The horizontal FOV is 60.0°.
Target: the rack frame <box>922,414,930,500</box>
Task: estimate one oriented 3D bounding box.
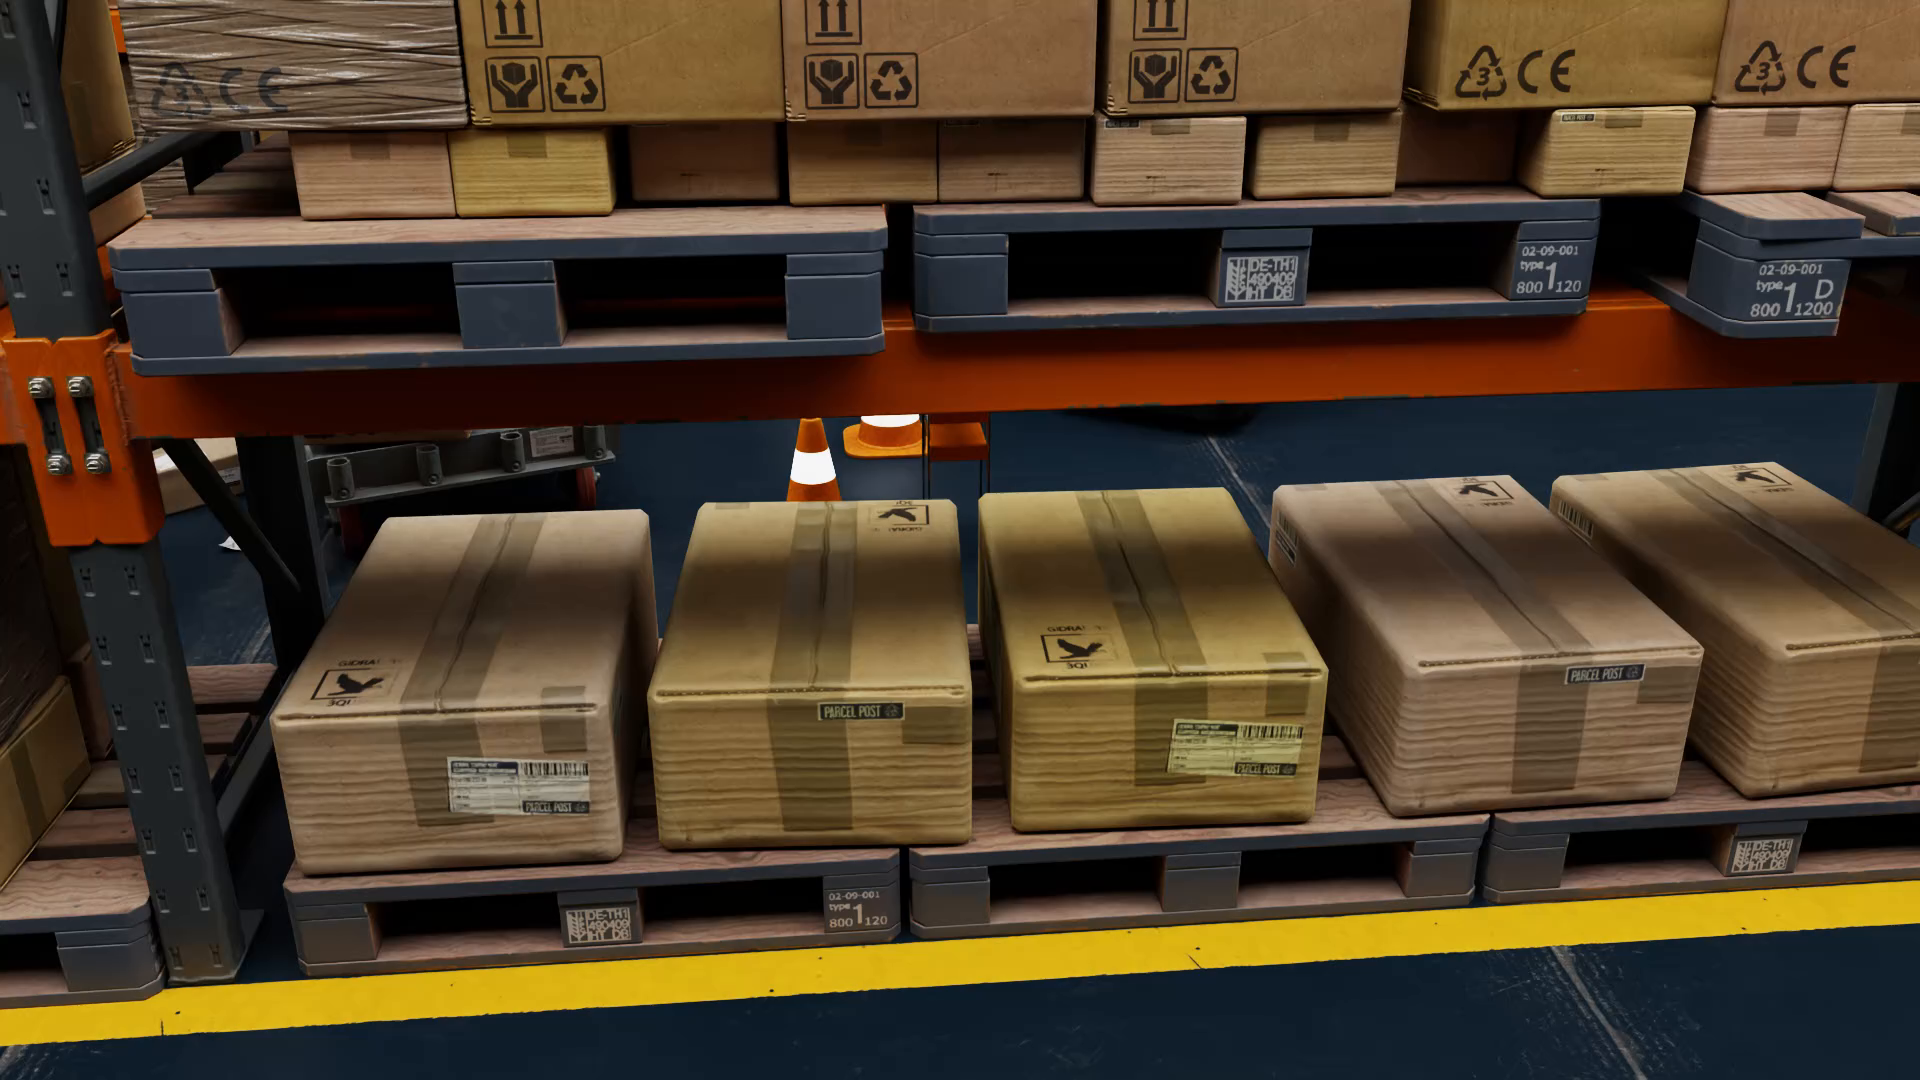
[{"bbox_3d":[-0.105,-0.544,4.997,0.006,1.200,0.240,-2,24,-5],"label":"rack frame"}]

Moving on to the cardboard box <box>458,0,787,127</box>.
[{"bbox_3d":[-0.549,-0.992,2.782,0.500,0.500,0.500,-2,24,-5],"label":"cardboard box"}]

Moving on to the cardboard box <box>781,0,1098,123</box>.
[{"bbox_3d":[-0.055,-1.006,2.814,0.500,0.500,0.500,-2,24,-5],"label":"cardboard box"}]

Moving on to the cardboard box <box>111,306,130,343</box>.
[{"bbox_3d":[-3.093,-0.591,5.793,0.503,0.637,0.797,-2,24,-5],"label":"cardboard box"}]

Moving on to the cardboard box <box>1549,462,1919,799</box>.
[{"bbox_3d":[1.876,0.172,3.888,0.625,0.372,0.950,-4,24,-9],"label":"cardboard box"}]

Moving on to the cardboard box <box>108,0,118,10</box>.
[{"bbox_3d":[-3.589,-2.736,7.528,0.550,0.550,0.875,-2,24,-5],"label":"cardboard box"}]

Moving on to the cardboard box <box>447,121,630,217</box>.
[{"bbox_3d":[-0.711,-0.673,2.864,0.250,0.149,0.380,-2,24,-4],"label":"cardboard box"}]

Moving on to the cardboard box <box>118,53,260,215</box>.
[{"bbox_3d":[-3.658,-1.879,7.883,0.875,0.875,0.875,-2,24,-5],"label":"cardboard box"}]

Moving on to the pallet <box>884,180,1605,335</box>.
[{"bbox_3d":[0.473,-0.672,3.305,1.213,0.211,1.003,-2,24,-5],"label":"pallet"}]

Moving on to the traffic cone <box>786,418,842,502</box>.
[{"bbox_3d":[-0.445,-0.152,5.021,0.334,0.463,0.336,-2,24,-5],"label":"traffic cone"}]

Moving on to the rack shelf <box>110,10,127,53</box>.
[{"bbox_3d":[-4.119,-2.284,7.580,4.000,0.370,1.077,-2,24,-5],"label":"rack shelf"}]

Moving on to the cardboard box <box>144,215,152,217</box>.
[{"bbox_3d":[-3.573,-1.074,7.048,0.500,0.500,0.500,2,24,4],"label":"cardboard box"}]

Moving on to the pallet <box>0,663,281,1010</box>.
[{"bbox_3d":[-2.207,0.620,3.595,1.213,0.211,1.003,-2,24,-5],"label":"pallet"}]

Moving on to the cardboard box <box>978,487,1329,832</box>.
[{"bbox_3d":[0.387,0.233,3.751,0.625,0.372,0.950,-2,24,-3],"label":"cardboard box"}]

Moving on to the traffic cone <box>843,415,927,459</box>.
[{"bbox_3d":[-0.255,-0.567,5.957,0.334,0.463,0.336,-2,24,-5],"label":"traffic cone"}]

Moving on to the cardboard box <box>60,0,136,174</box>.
[{"bbox_3d":[-2.007,-0.972,3.255,0.500,0.500,0.500,-2,24,-5],"label":"cardboard box"}]

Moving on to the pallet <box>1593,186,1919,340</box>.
[{"bbox_3d":[1.740,-0.696,3.359,1.003,0.211,1.213,-2,24,-5],"label":"pallet"}]

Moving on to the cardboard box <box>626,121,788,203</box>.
[{"bbox_3d":[-0.437,-0.716,2.959,0.250,0.149,0.380,-1,24,-2],"label":"cardboard box"}]

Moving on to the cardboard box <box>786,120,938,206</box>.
[{"bbox_3d":[-0.177,-0.709,2.944,0.250,0.149,0.380,-2,24,-4],"label":"cardboard box"}]

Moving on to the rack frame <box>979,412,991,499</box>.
[{"bbox_3d":[0.077,-0.551,5.013,0.006,1.200,0.240,-2,24,-5],"label":"rack frame"}]

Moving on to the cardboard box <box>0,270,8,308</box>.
[{"bbox_3d":[-1.832,-0.445,2.867,0.250,0.149,0.380,-3,24,-6],"label":"cardboard box"}]

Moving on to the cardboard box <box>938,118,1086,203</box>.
[{"bbox_3d":[0.070,-0.718,2.965,0.250,0.149,0.380,-2,24,-5],"label":"cardboard box"}]

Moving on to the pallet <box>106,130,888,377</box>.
[{"bbox_3d":[-0.767,-0.580,3.097,1.213,0.211,1.003,-2,24,-5],"label":"pallet"}]

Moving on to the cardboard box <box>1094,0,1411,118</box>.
[{"bbox_3d":[0.455,-1.031,2.870,0.500,0.500,0.500,-3,24,-7],"label":"cardboard box"}]

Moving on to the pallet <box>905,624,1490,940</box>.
[{"bbox_3d":[0.450,0.497,3.872,1.213,0.211,1.003,-2,24,-5],"label":"pallet"}]

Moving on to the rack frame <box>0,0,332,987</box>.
[{"bbox_3d":[-1.542,-0.695,3.122,0.127,3.000,1.000,-2,24,-5],"label":"rack frame"}]

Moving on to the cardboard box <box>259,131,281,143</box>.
[{"bbox_3d":[-2.762,-1.916,7.967,0.875,0.875,0.875,-2,24,-4],"label":"cardboard box"}]

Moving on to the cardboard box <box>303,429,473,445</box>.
[{"bbox_3d":[-1.747,-0.618,5.091,0.500,0.500,0.500,-2,24,-5],"label":"cardboard box"}]

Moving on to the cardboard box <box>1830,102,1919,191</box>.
[{"bbox_3d":[1.630,-0.756,3.050,0.250,0.149,0.380,-2,24,-6],"label":"cardboard box"}]

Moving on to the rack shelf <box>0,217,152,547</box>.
[{"bbox_3d":[-3.532,-0.287,3.088,4.000,0.370,1.077,-2,24,-5],"label":"rack shelf"}]

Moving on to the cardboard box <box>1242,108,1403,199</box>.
[{"bbox_3d":[0.602,-0.730,2.992,0.250,0.149,0.380,-3,24,-7],"label":"cardboard box"}]

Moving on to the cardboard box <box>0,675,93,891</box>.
[{"bbox_3d":[-2.104,0.501,3.297,0.500,0.250,0.500,-1,24,-3],"label":"cardboard box"}]

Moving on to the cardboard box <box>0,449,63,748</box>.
[{"bbox_3d":[-2.104,0.159,3.145,0.500,0.500,0.500,-3,24,-6],"label":"cardboard box"}]

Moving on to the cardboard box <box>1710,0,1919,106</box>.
[{"bbox_3d":[1.500,-1.073,2.965,0.500,0.500,0.500,-3,24,-6],"label":"cardboard box"}]

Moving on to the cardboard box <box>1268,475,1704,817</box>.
[{"bbox_3d":[1.142,0.205,3.814,0.625,0.372,0.950,-3,24,-6],"label":"cardboard box"}]

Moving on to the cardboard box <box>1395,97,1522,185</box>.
[{"bbox_3d":[0.844,-0.773,3.089,0.250,0.149,0.380,-2,24,-5],"label":"cardboard box"}]

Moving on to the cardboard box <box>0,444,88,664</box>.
[{"bbox_3d":[-2.155,-0.059,3.635,0.500,0.500,0.500,-1,24,-3],"label":"cardboard box"}]

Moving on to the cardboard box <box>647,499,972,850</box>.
[{"bbox_3d":[-0.305,0.261,3.687,0.625,0.372,0.950,-1,24,-2],"label":"cardboard box"}]

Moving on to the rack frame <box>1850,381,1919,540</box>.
[{"bbox_3d":[2.439,-0.855,3.481,0.127,3.000,1.000,-2,24,-5],"label":"rack frame"}]

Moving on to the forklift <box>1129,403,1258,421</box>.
[{"bbox_3d":[1.176,-2.336,6.898,1.130,2.935,3.031,11,26,23],"label":"forklift"}]

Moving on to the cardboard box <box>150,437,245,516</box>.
[{"bbox_3d":[-2.563,-0.281,5.555,0.258,0.266,0.396,22,32,40],"label":"cardboard box"}]

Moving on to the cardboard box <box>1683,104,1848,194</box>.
[{"bbox_3d":[1.379,-0.749,3.035,0.250,0.149,0.380,-3,24,-8],"label":"cardboard box"}]

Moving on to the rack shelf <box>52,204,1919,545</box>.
[{"bbox_3d":[0.449,-0.447,3.447,4.000,0.370,1.077,-2,24,-5],"label":"rack shelf"}]

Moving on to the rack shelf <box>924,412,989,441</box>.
[{"bbox_3d":[-0.014,-0.397,5.072,0.180,0.103,0.258,-2,24,-5],"label":"rack shelf"}]

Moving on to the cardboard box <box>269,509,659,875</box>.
[{"bbox_3d":[-1.020,0.291,3.619,0.625,0.372,0.950,-2,24,-4],"label":"cardboard box"}]

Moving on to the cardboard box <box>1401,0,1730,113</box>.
[{"bbox_3d":[0.998,-1.052,2.918,0.500,0.500,0.500,-4,24,-9],"label":"cardboard box"}]

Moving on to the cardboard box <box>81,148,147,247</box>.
[{"bbox_3d":[-1.887,-0.698,3.436,0.250,0.149,0.380,-2,24,-5],"label":"cardboard box"}]

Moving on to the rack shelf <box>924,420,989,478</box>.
[{"bbox_3d":[-0.014,-0.288,5.121,0.180,0.103,0.258,-2,24,-5],"label":"rack shelf"}]

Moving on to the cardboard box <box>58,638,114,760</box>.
[{"bbox_3d":[-2.155,0.284,3.787,0.500,0.250,0.500,-3,24,-8],"label":"cardboard box"}]

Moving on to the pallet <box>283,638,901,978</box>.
[{"bbox_3d":[-0.767,0.547,3.759,1.213,0.211,1.003,-2,24,-5],"label":"pallet"}]

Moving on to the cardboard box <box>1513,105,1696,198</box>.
[{"bbox_3d":[1.106,-0.732,2.997,0.250,0.149,0.380,-2,24,-4],"label":"cardboard box"}]

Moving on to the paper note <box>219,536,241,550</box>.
[{"bbox_3d":[-2.237,-0.007,5.228,0.142,0.019,0.148,-2,24,-5],"label":"paper note"}]

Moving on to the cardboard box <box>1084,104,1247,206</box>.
[{"bbox_3d":[0.339,-0.708,2.941,0.250,0.149,0.380,-1,24,-3],"label":"cardboard box"}]

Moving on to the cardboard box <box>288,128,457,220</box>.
[{"bbox_3d":[-0.961,-0.667,2.850,0.250,0.149,0.380,-2,24,-4],"label":"cardboard box"}]

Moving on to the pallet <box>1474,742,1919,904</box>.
[{"bbox_3d":[1.661,0.450,3.978,1.213,0.211,1.003,-2,24,-5],"label":"pallet"}]

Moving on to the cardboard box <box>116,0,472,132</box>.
[{"bbox_3d":[-1.047,-0.972,2.737,0.500,0.500,0.500,-2,24,-4],"label":"cardboard box"}]

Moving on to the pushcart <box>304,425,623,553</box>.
[{"bbox_3d":[-1.816,-0.417,5.723,0.936,0.377,1.648,-11,26,-23],"label":"pushcart"}]

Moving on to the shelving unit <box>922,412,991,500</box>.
[{"bbox_3d":[-0.014,-0.548,5.005,0.189,1.200,0.258,-2,24,-5],"label":"shelving unit"}]
